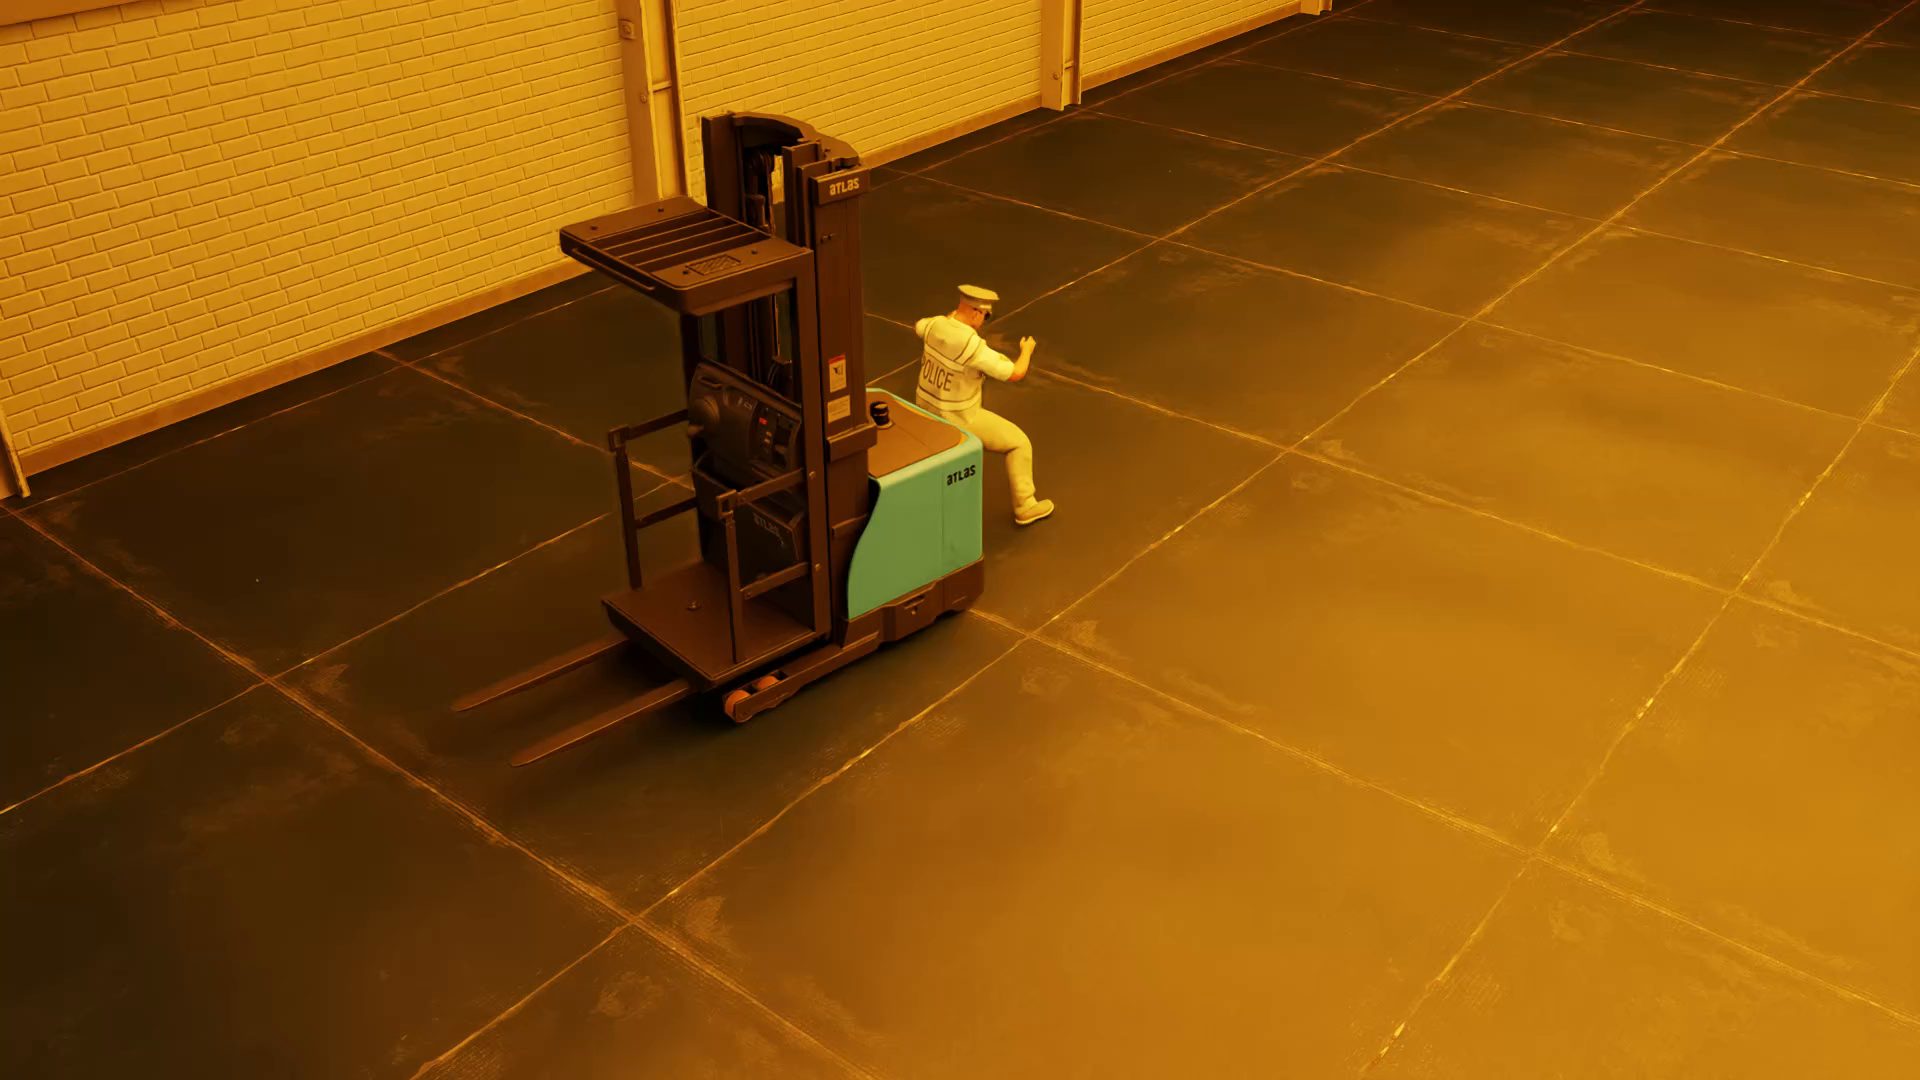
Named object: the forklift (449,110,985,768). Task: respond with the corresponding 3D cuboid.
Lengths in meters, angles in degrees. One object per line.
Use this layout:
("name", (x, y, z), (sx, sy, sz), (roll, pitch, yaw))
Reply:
("forklift", (-1.289, -0.595, 8.612), (3.031, 2.935, 1.130), (-24, 38, -35))

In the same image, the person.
("person", (0.113, -0.924, 10.614), (0.785, 1.524, 1.013), (-23, 37, -34))
